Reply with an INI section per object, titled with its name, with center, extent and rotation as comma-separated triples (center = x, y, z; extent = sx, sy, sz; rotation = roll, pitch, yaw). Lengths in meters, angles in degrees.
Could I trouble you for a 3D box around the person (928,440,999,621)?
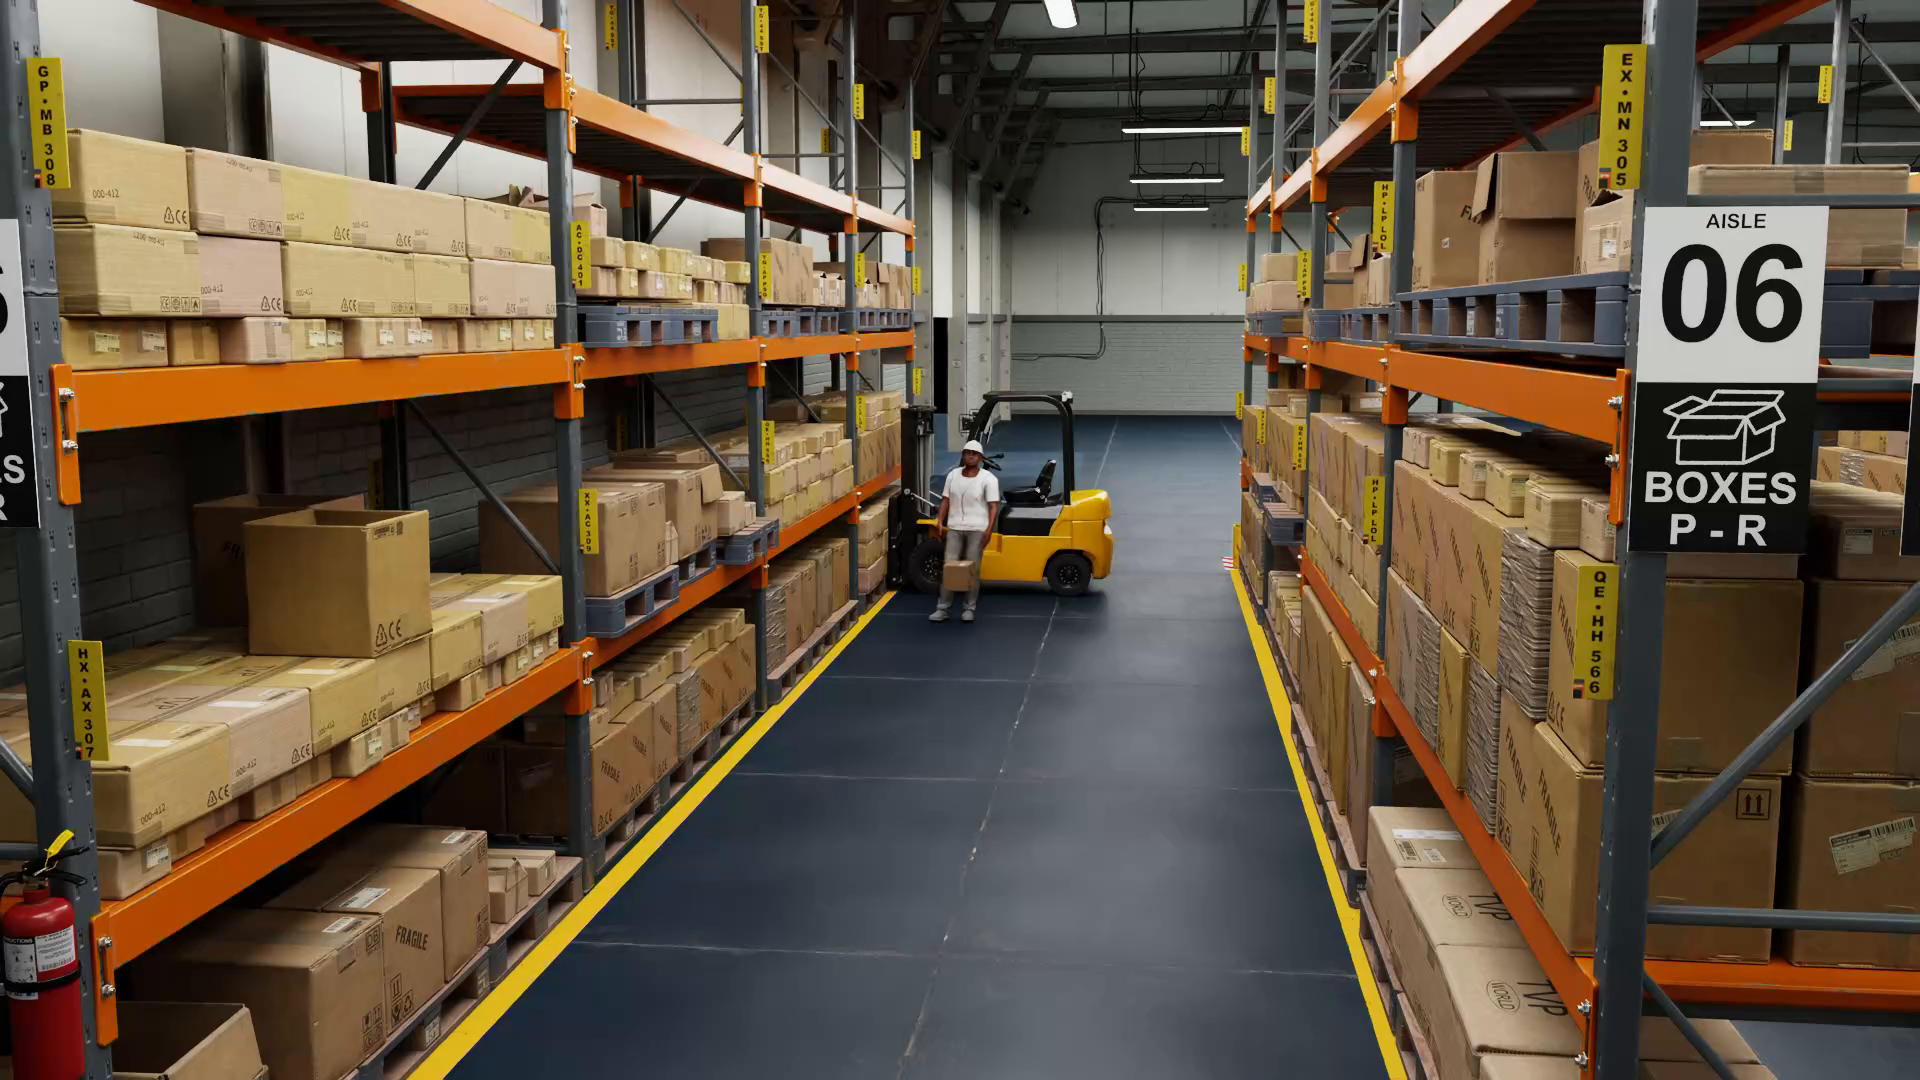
[person]
center = 0.045, -0.090, 16.315
extent = 0.625, 1.768, 0.575
rotation = 3, 8, 20
